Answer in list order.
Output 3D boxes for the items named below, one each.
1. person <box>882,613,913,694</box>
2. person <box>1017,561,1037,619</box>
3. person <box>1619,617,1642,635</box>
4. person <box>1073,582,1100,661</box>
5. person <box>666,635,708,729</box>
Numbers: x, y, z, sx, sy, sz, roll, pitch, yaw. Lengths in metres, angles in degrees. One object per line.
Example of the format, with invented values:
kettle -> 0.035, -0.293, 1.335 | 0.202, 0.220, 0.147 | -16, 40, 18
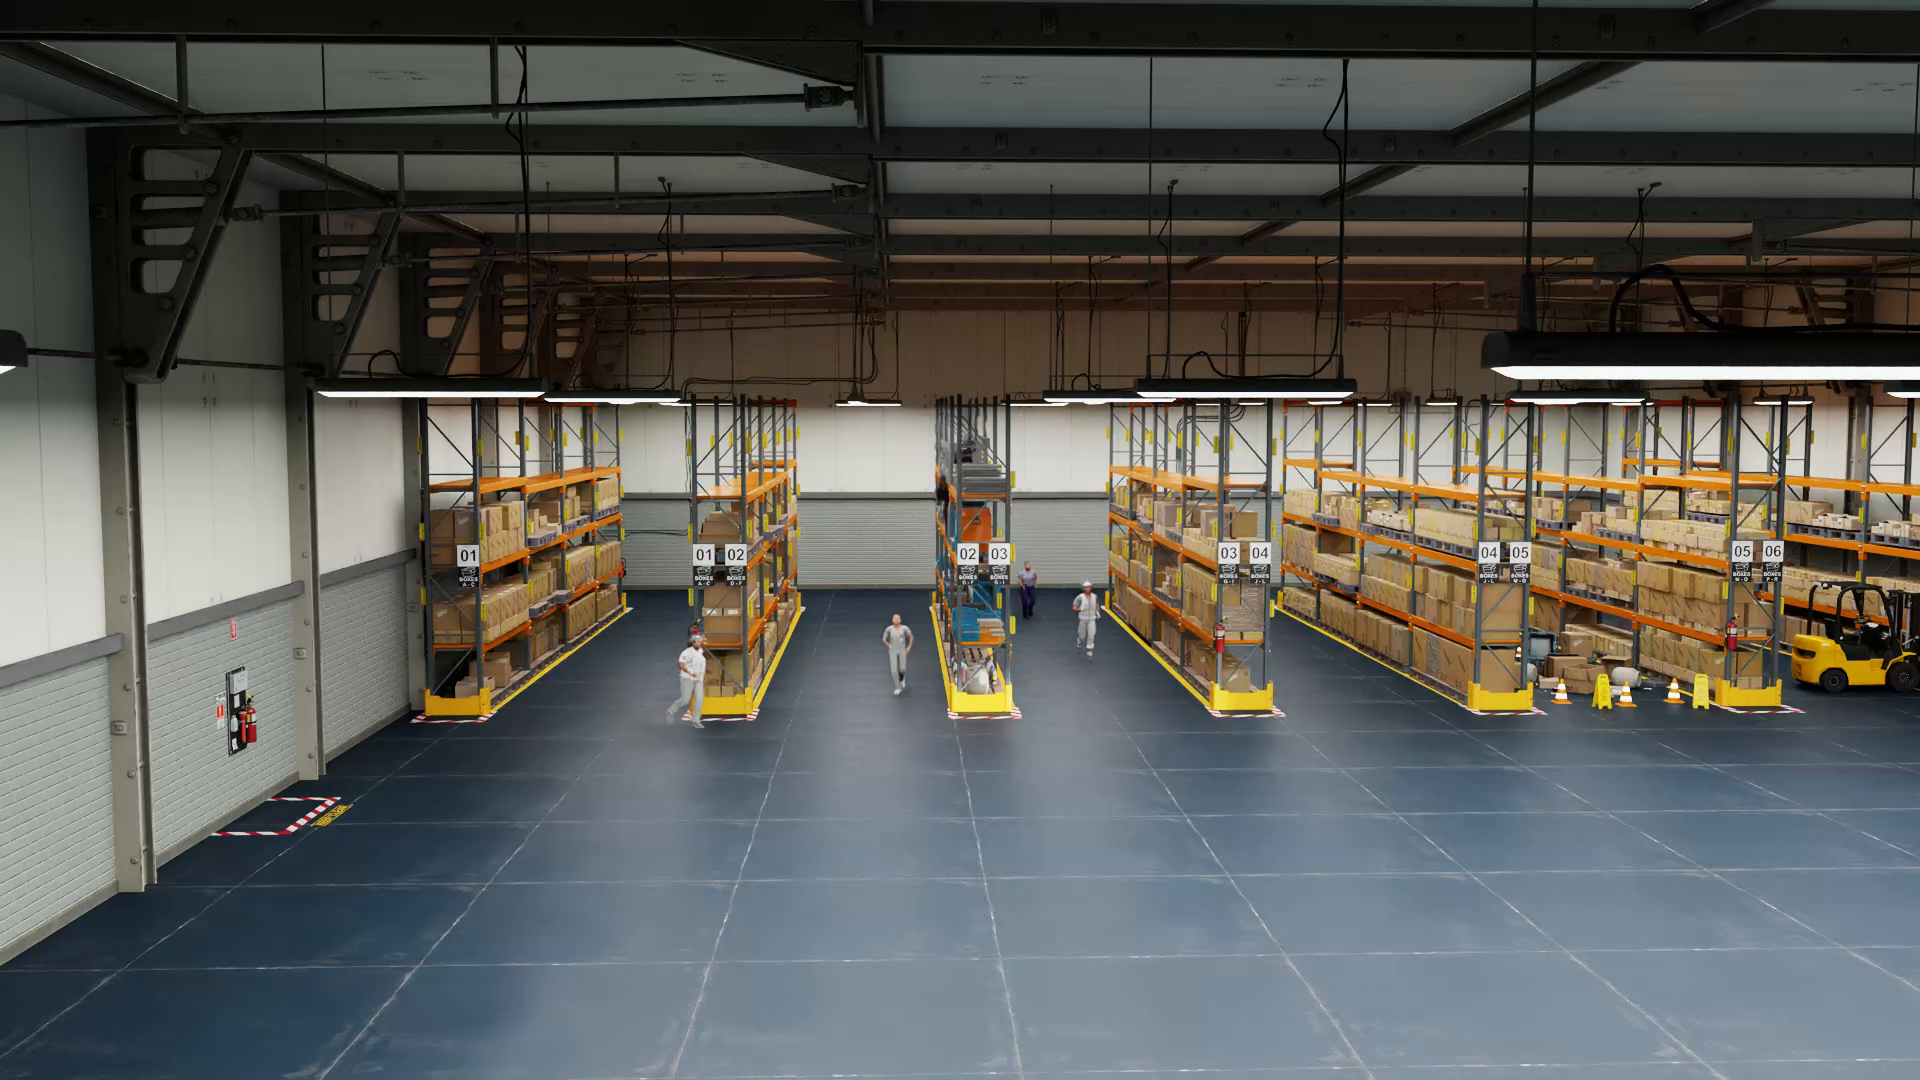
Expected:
person -> -1.254, 2.277, 33.387 | 0.624, 1.629, 0.523 | 0, 4, -1
person -> 1.848, 1.365, 45.366 | 0.570, 1.596, 0.600 | -1, 5, -9
person -> 16.635, 1.667, 41.113 | 0.544, 1.709, 1.009 | 0, 4, 1
person -> 2.889, 1.828, 38.003 | 0.668, 1.770, 0.908 | -1, 5, -12
person -> -4.850, 2.541, 30.109 | 0.799, 1.655, 0.696 | 3, 5, 35
